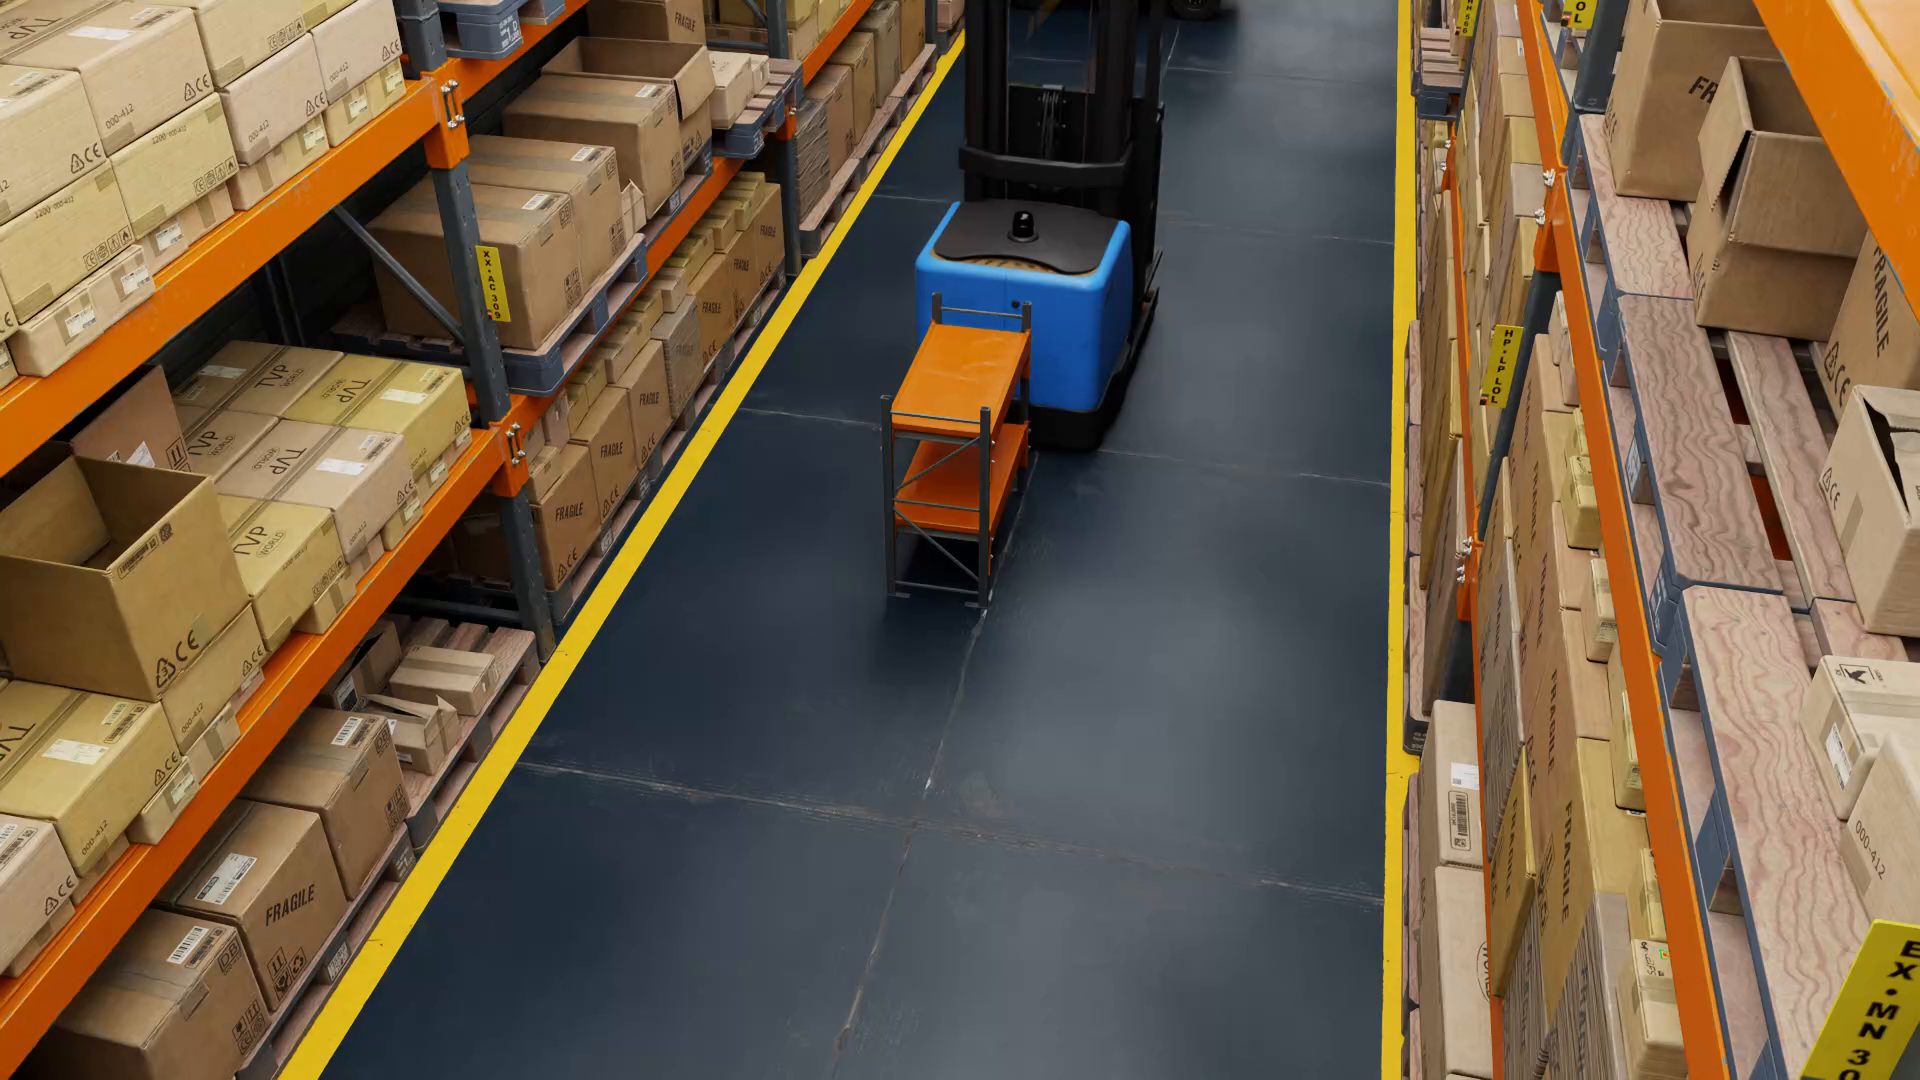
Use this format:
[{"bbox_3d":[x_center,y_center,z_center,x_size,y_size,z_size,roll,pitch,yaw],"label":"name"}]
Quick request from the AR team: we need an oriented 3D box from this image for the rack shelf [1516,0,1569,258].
[{"bbox_3d":[2.879,-2.183,7.034,1.077,0.370,4.000,7,37,10],"label":"rack shelf"}]

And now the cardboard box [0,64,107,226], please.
[{"bbox_3d":[-2.592,-1.012,4.253,0.500,0.250,0.500,8,37,11],"label":"cardboard box"}]

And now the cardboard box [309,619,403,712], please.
[{"bbox_3d":[-2.770,0.534,7.160,0.500,0.311,0.500,9,37,12],"label":"cardboard box"}]

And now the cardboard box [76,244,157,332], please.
[{"bbox_3d":[-2.486,-0.717,4.611,0.380,0.149,0.250,8,37,11],"label":"cardboard box"}]

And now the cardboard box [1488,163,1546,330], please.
[{"bbox_3d":[2.406,-1.144,6.605,0.500,0.500,0.500,8,37,11],"label":"cardboard box"}]

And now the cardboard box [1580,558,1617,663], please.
[{"bbox_3d":[1.788,0.198,4.201,0.380,0.149,0.250,7,37,10],"label":"cardboard box"}]

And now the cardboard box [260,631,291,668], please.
[{"bbox_3d":[-2.559,0.318,5.740,0.380,0.149,0.250,8,37,11],"label":"cardboard box"}]

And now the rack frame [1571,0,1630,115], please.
[{"bbox_3d":[2.452,-2.543,4.360,1.000,3.000,0.127,7,37,10],"label":"rack frame"}]

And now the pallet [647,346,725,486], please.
[{"bbox_3d":[-2.002,-0.777,9.412,1.003,0.211,1.213,7,37,10],"label":"pallet"}]

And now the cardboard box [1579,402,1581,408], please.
[{"bbox_3d":[2.079,-0.372,4.988,0.380,0.149,0.250,7,36,9],"label":"cardboard box"}]

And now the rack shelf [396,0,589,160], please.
[{"bbox_3d":[-1.971,-2.803,7.889,1.077,0.370,4.000,7,37,10],"label":"rack shelf"}]

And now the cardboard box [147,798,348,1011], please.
[{"bbox_3d":[-2.598,1.287,5.960,0.500,0.500,0.500,8,37,11],"label":"cardboard box"}]

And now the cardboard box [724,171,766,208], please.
[{"bbox_3d":[-1.401,-2.132,10.126,0.380,0.149,0.250,6,36,8],"label":"cardboard box"}]

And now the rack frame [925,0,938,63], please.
[{"bbox_3d":[-0.689,-5.320,13.304,1.000,3.000,0.127,7,37,10],"label":"rack frame"}]

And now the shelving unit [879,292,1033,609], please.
[{"bbox_3d":[-0.001,-0.452,8.185,0.538,1.125,1.048,7,37,10],"label":"shelving unit"}]

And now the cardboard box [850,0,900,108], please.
[{"bbox_3d":[-0.963,-3.784,12.851,0.875,0.625,0.625,7,37,9],"label":"cardboard box"}]

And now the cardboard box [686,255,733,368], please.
[{"bbox_3d":[-1.650,-1.329,9.570,0.500,0.500,0.500,9,37,12],"label":"cardboard box"}]

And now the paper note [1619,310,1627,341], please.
[{"bbox_3d":[1.478,-0.484,3.714,0.006,0.032,0.123,7,37,10],"label":"paper note"}]

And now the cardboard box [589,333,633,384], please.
[{"bbox_3d":[-1.899,-0.941,8.482,0.380,0.149,0.250,7,37,10],"label":"cardboard box"}]

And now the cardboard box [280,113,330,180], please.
[{"bbox_3d":[-2.307,-1.310,5.430,0.380,0.149,0.250,8,37,12],"label":"cardboard box"}]

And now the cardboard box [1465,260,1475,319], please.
[{"bbox_3d":[2.644,-1.217,7.771,0.500,0.250,0.500,7,37,10],"label":"cardboard box"}]

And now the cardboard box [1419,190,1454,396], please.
[{"bbox_3d":[3.078,-1.331,9.253,0.875,0.875,0.875,7,37,10],"label":"cardboard box"}]

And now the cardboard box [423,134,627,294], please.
[{"bbox_3d":[-1.965,-1.490,7.577,0.700,0.500,0.500,8,37,10],"label":"cardboard box"}]

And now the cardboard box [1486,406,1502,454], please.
[{"bbox_3d":[2.309,-0.538,6.409,0.500,0.250,0.500,7,37,10],"label":"cardboard box"}]

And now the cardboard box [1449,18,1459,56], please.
[{"bbox_3d":[3.143,-3.005,9.967,0.380,0.149,0.250,7,37,10],"label":"cardboard box"}]

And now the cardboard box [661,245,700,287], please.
[{"bbox_3d":[-1.682,-1.538,9.305,0.380,0.149,0.250,7,36,9],"label":"cardboard box"}]

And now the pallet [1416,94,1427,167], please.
[{"bbox_3d":[3.996,-3.124,12.651,1.003,0.211,1.213,7,37,10],"label":"pallet"}]

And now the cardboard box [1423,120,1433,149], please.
[{"bbox_3d":[3.901,-3.092,12.112,0.950,0.372,0.625,10,37,13],"label":"cardboard box"}]

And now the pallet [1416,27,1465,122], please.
[{"bbox_3d":[3.355,-2.751,9.923,1.213,0.211,1.003,7,37,10],"label":"pallet"}]

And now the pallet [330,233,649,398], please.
[{"bbox_3d":[-2.120,-1.100,7.646,1.003,0.211,1.213,7,37,10],"label":"pallet"}]

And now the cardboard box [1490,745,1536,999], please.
[{"bbox_3d":[1.762,0.950,4.568,0.500,0.500,0.500,8,37,11],"label":"cardboard box"}]

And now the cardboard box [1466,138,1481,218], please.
[{"bbox_3d":[2.727,-1.709,8.023,0.500,0.250,0.500,7,37,10],"label":"cardboard box"}]

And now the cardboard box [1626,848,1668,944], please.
[{"bbox_3d":[1.576,0.795,3.378,0.380,0.149,0.250,8,37,11],"label":"cardboard box"}]

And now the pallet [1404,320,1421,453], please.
[{"bbox_3d":[3.065,-0.835,9.492,1.003,0.211,1.213,7,37,10],"label":"pallet"}]

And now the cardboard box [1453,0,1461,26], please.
[{"bbox_3d":[3.232,-3.331,9.863,0.500,0.500,0.500,7,36,9],"label":"cardboard box"}]

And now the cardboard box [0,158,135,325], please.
[{"bbox_3d":[-2.593,-0.820,4.414,0.500,0.250,0.500,7,36,9],"label":"cardboard box"}]

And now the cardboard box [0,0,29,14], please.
[{"bbox_3d":[-2.985,-1.372,4.749,0.500,0.250,0.500,7,37,9],"label":"cardboard box"}]

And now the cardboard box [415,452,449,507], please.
[{"bbox_3d":[-2.254,-0.265,6.544,0.380,0.149,0.250,8,37,11],"label":"cardboard box"}]

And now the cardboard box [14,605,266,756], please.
[{"bbox_3d":[-2.591,0.398,5.290,0.500,0.250,0.500,6,36,9],"label":"cardboard box"}]

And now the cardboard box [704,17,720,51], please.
[{"bbox_3d":[-1.697,-3.256,10.584,0.500,0.250,0.500,7,36,9],"label":"cardboard box"}]

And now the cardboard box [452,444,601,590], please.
[{"bbox_3d":[-2.075,-0.141,7.930,0.500,0.500,0.500,9,37,12],"label":"cardboard box"}]

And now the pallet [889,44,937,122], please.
[{"bbox_3d":[-0.808,-3.764,13.533,1.003,0.211,1.213,7,37,10],"label":"pallet"}]

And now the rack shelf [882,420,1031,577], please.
[{"bbox_3d":[-0.001,-0.254,8.328,0.538,0.278,1.000,7,37,10],"label":"rack shelf"}]

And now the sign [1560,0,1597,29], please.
[{"bbox_3d":[1.920,-1.727,5.082,0.100,0.325,0.005,7,37,10],"label":"sign"}]

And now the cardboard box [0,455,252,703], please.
[{"bbox_3d":[-2.572,0.110,5.048,0.500,0.500,0.500,8,37,11],"label":"cardboard box"}]

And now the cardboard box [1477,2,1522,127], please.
[{"bbox_3d":[2.866,-2.314,8.220,0.500,0.500,0.500,7,37,10],"label":"cardboard box"}]

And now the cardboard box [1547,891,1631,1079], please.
[{"bbox_3d":[1.551,1.125,3.475,0.500,0.500,0.500,7,37,10],"label":"cardboard box"}]

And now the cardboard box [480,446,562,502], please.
[{"bbox_3d":[-2.061,-0.326,7.634,0.380,0.149,0.250,9,37,12],"label":"cardboard box"}]

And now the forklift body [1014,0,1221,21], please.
[{"bbox_3d":[1.543,-5.954,14.902,2.313,2.155,1.214,7,37,10],"label":"forklift body"}]

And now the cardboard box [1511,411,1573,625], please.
[{"bbox_3d":[2.000,-0.027,5.065,0.500,0.500,0.500,7,36,9],"label":"cardboard box"}]

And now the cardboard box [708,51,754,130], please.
[{"bbox_3d":[-1.452,-2.491,9.170,0.500,0.250,0.500,6,36,8],"label":"cardboard box"}]

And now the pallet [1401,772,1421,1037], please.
[{"bbox_3d":[2.213,1.442,6.351,1.003,0.211,1.213,7,37,10],"label":"pallet"}]

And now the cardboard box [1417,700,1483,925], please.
[{"bbox_3d":[2.213,1.100,6.271,0.875,0.438,0.875,7,36,9],"label":"cardboard box"}]

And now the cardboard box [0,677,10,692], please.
[{"bbox_3d":[-3.191,0.624,4.977,0.500,0.250,0.500,8,37,11],"label":"cardboard box"}]

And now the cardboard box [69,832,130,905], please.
[{"bbox_3d":[-2.718,0.911,4.922,0.380,0.149,0.250,8,37,11],"label":"cardboard box"}]

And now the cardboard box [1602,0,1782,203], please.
[{"bbox_3d":[2.121,-1.268,4.630,0.500,0.500,0.500,8,37,11],"label":"cardboard box"}]

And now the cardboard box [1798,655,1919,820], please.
[{"bbox_3d":[1.617,0.337,2.715,0.380,0.149,0.250,5,36,6],"label":"cardboard box"}]

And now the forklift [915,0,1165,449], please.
[{"bbox_3d":[0.627,-2.547,9.537,1.130,2.935,3.031,9,37,12],"label":"forklift"}]
